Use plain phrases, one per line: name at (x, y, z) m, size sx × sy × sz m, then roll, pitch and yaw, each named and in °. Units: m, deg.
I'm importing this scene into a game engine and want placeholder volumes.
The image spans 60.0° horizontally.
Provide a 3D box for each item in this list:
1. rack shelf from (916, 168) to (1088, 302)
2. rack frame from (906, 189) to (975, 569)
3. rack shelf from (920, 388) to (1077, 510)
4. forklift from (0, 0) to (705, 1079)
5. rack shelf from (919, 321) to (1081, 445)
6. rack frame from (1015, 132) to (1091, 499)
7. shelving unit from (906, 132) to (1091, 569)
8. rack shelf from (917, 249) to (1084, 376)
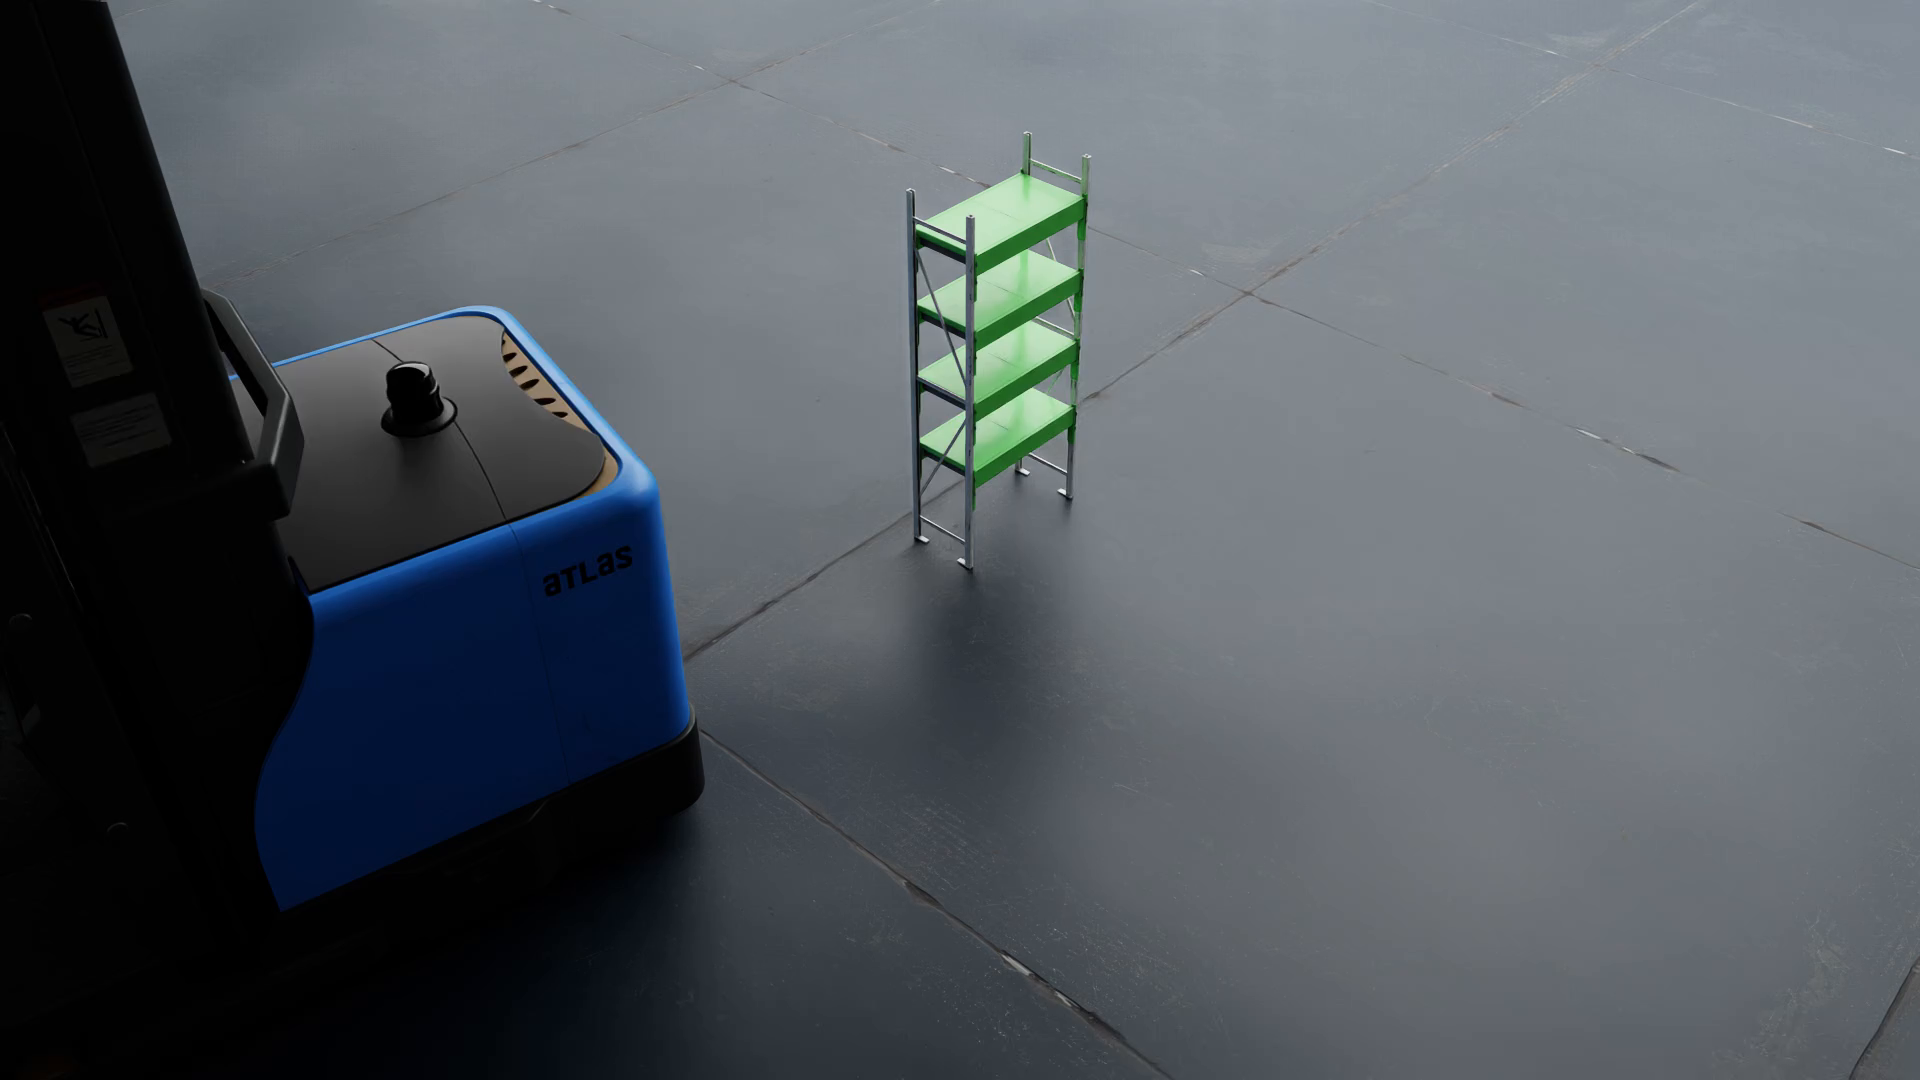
rack shelf at (0.112, -0.871, 4.713) m, size 0.258 × 0.148 × 0.480 m, roll 30°, pitch 47°, yaw 32°
rack frame at (-0.053, -0.434, 4.831) m, size 0.240 × 1.200 × 0.015 m, roll 30°, pitch 47°, yaw 32°
rack shelf at (0.112, -0.308, 5.161) m, size 0.258 × 0.148 × 0.480 m, roll 30°, pitch 47°, yaw 32°
forklift at (-2.175, -0.181, 3.122) m, size 3.031 × 2.935 × 1.130 m, roll -23°, pitch 44°, yaw -26°
rack shelf at (0.112, -0.496, 5.012) m, size 0.258 × 0.148 × 0.480 m, roll 30°, pitch 47°, yaw 32°
rack frame at (0.276, -0.658, 5.113) m, size 0.240 × 1.200 × 0.015 m, roll 30°, pitch 47°, yaw 32°
shelving unit at (0.112, -0.546, 4.972) m, size 0.258 × 1.200 × 0.503 m, roll 30°, pitch 47°, yaw 32°
rack shelf at (0.112, -0.683, 4.863) m, size 0.258 × 0.148 × 0.480 m, roll 30°, pitch 47°, yaw 32°
